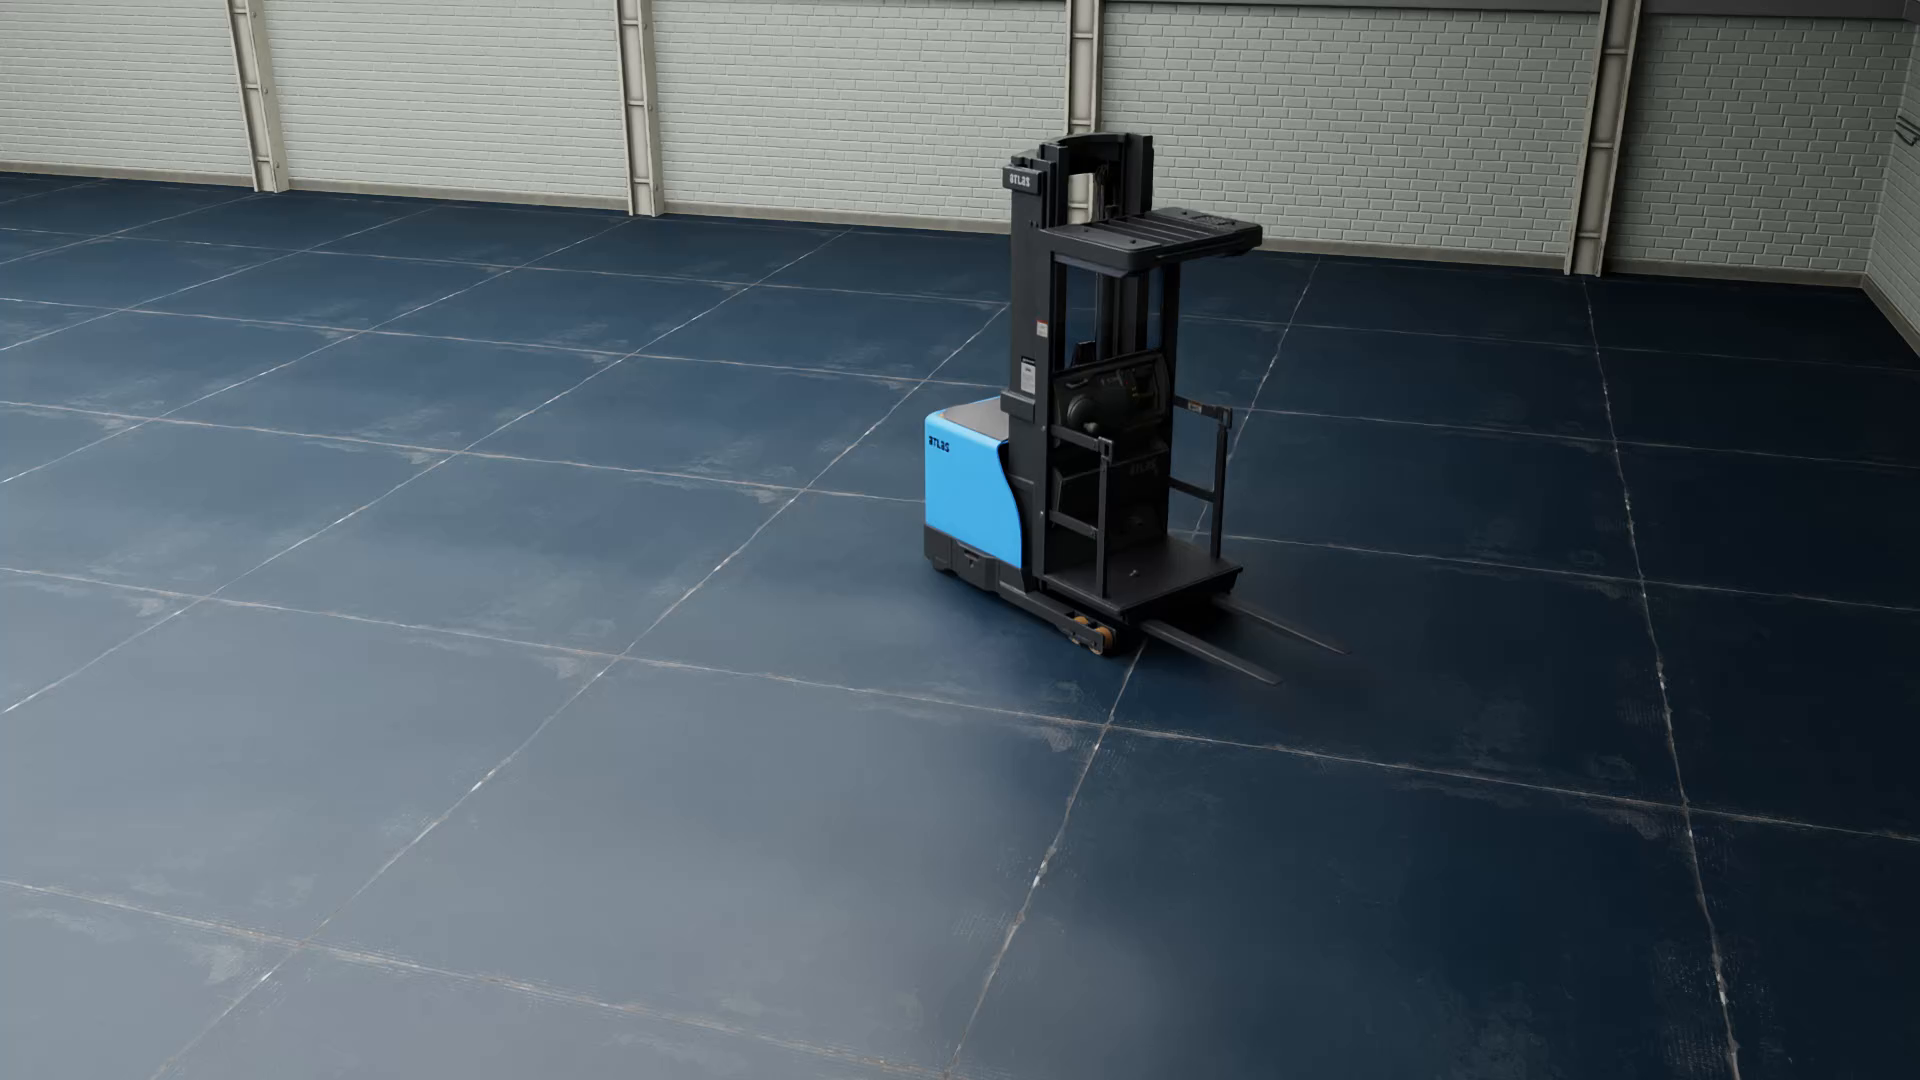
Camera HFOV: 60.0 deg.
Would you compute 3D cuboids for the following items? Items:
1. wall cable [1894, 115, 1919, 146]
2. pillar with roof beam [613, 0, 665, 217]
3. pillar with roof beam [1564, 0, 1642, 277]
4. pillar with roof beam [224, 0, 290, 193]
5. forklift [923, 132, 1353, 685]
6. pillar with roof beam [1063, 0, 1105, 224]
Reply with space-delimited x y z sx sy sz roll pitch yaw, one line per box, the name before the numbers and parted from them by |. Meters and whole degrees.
wall cable | 9.683 -5.037 16.283 0.112 2.526 3.097 7 23 16
pillar with roof beam | -5.488 -7.028 17.046 0.400 9.000 9.100 7 23 16
pillar with roof beam | 6.001 -5.713 13.839 0.400 9.000 9.100 7 23 16
pillar with roof beam | -11.232 -7.686 18.650 0.400 9.000 9.100 7 23 16
forklift | 1.066 -0.875 10.042 1.130 2.935 3.031 -17 28 -35
pillar with roof beam | 0.257 -6.370 15.443 0.400 9.000 9.100 7 23 16
